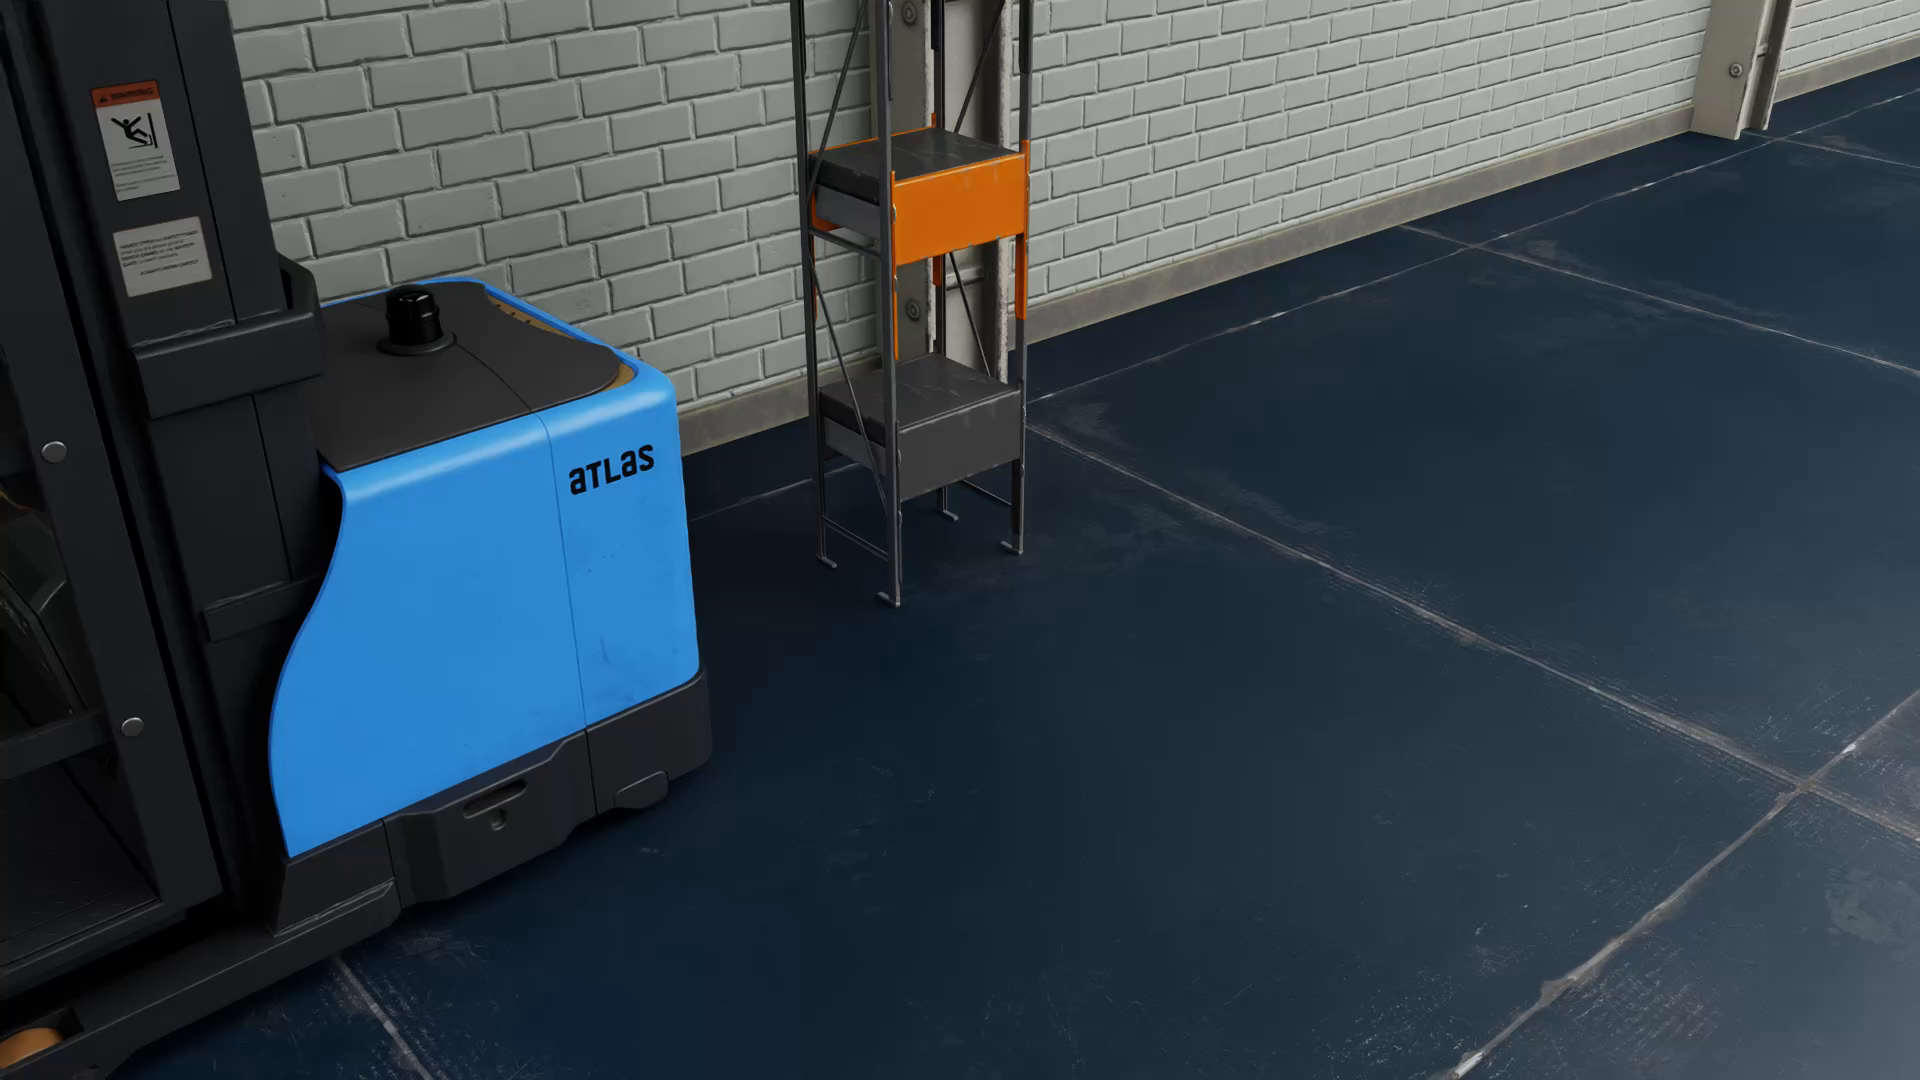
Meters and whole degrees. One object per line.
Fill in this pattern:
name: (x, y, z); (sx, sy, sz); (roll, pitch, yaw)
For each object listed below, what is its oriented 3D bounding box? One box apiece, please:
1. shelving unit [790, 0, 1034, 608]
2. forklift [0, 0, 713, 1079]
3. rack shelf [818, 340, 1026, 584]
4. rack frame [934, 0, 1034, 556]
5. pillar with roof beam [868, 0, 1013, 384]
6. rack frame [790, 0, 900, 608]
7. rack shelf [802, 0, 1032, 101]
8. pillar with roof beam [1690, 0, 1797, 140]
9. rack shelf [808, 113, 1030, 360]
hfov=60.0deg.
shelving unit: (-0.126, -0.875, 4.660); (0.503, 2.100, 0.431); (-22, 35, -35)
forklift: (-2.041, -0.404, 2.896); (3.031, 2.935, 1.130); (-23, 36, -37)
rack shelf: (-0.126, -0.246, 4.997); (0.480, 0.518, 0.431); (-22, 35, -35)
rack frame: (0.060, -0.950, 4.800); (0.015, 2.100, 0.400); (-22, 35, -35)
pillar with roof beam: (2.729, -3.004, 1.324); (0.400, 9.000, 9.100); (-22, 35, -35)
rack frame: (-0.312, -0.801, 4.521); (0.015, 2.100, 0.400); (-22, 35, -35)
rack shelf: (-0.126, -1.481, 4.337); (0.480, 0.518, 0.431); (-22, 35, -35)
pillar with roof beam: (7.293, -4.839, 4.758); (0.400, 9.000, 9.100); (-22, 35, -35)
rack shelf: (-0.126, -0.863, 4.667); (0.480, 0.518, 0.431); (-22, 35, -35)
